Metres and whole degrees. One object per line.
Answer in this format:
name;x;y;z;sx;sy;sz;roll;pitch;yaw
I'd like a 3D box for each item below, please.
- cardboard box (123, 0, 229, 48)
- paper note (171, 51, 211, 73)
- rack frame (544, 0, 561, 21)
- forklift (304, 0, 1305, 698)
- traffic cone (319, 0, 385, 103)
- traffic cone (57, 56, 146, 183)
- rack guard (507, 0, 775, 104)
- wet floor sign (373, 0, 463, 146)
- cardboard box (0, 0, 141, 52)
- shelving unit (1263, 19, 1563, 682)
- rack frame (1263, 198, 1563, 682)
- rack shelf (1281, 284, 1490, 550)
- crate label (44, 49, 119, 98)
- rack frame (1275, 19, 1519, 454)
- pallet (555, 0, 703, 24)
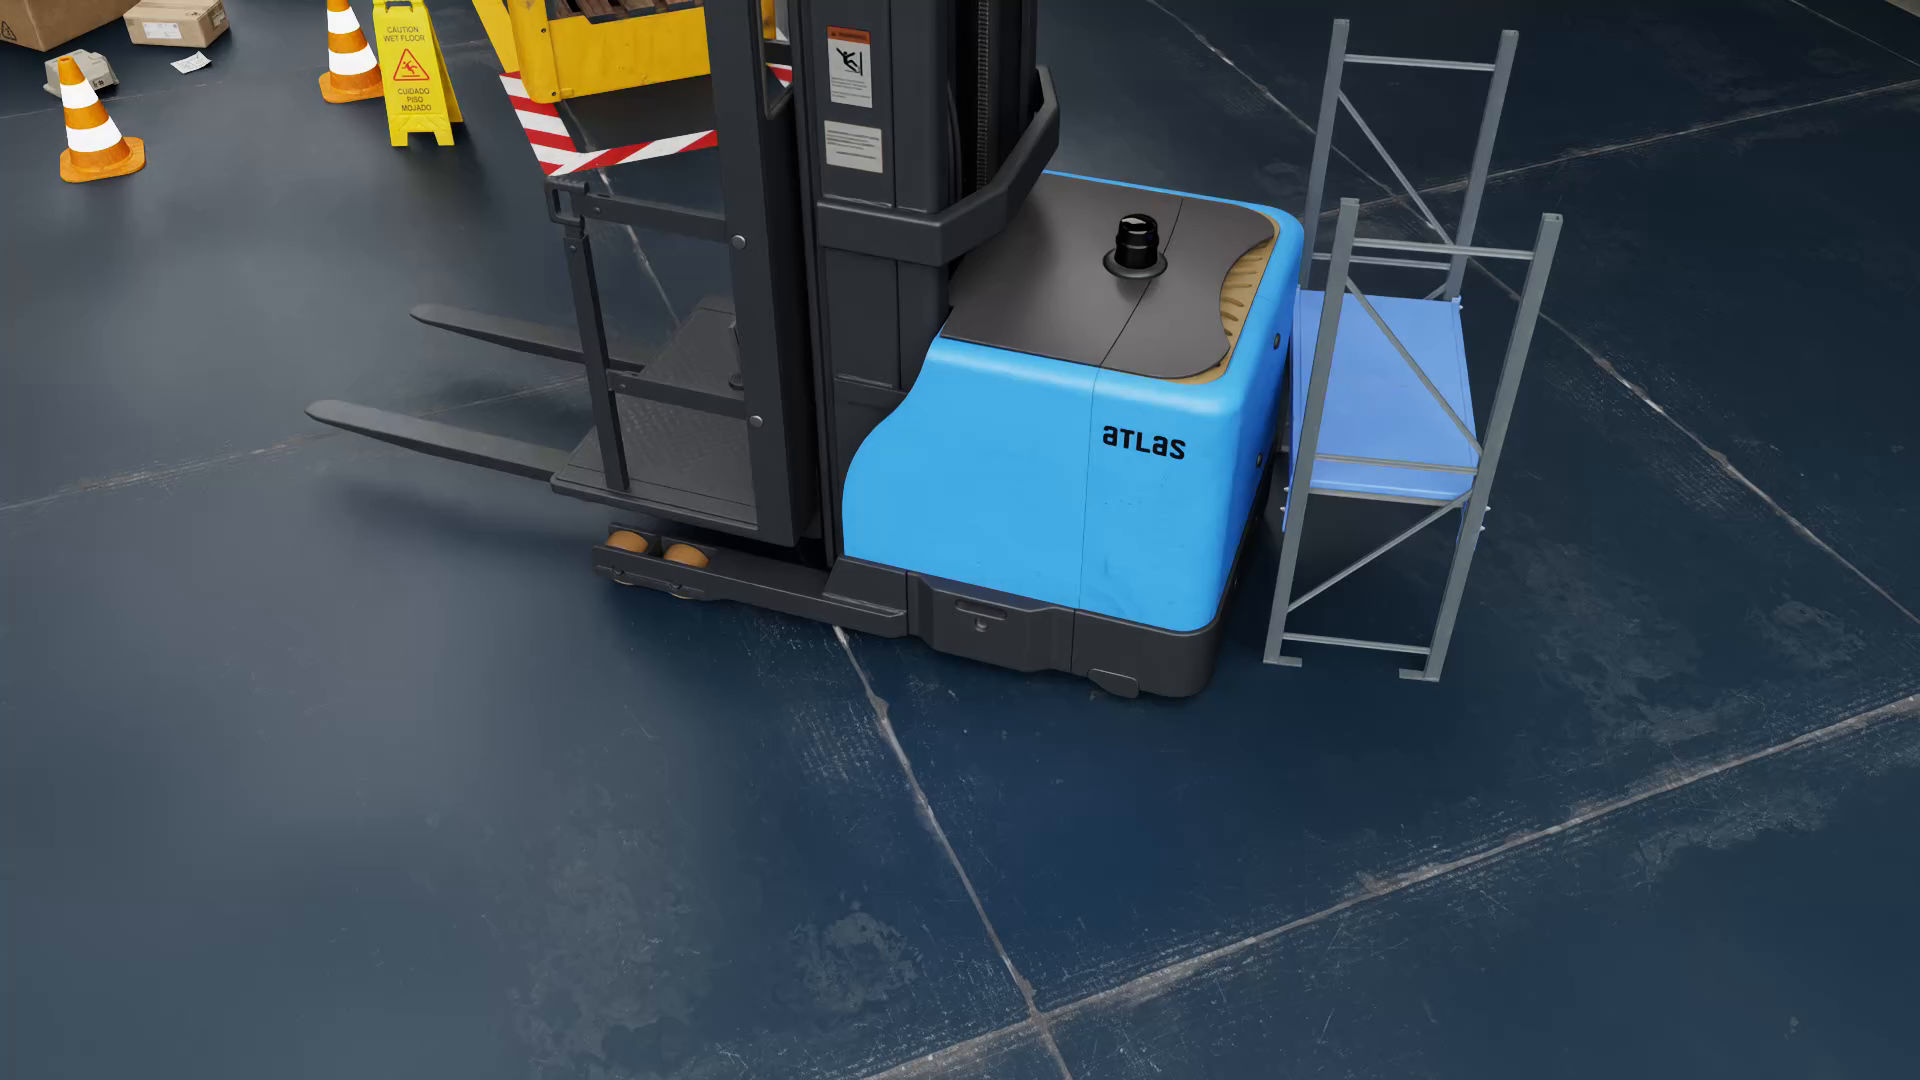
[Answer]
cardboard box;-3.796;-2.515;8.061;0.380;0.149;0.250;5;41;6
paper note;-3.630;-2.258;7.852;0.148;0.019;0.142;-31;49;-31
rack frame;-1.429;-3.311;6.799;1.000;3.000;0.127;-15;43;-17
forklift;-0.590;-1.244;4.449;3.031;2.935;1.130;13;42;14
traffic cone;-2.785;-2.286;7.553;0.336;0.463;0.334;-15;43;-17
traffic cone;-3.681;-1.804;6.993;0.336;0.463;0.334;-15;43;-17
rack guard;-1.458;-2.409;7.668;1.175;0.500;0.348;-15;43;-17
wet floor sign;-2.345;-2.037;7.123;0.267;0.644;0.232;-2;41;-2
cardboard box;-4.440;-2.791;8.109;0.637;0.503;0.797;19;44;20
shelving unit;1.209;-0.523;4.707;0.538;1.500;1.048;6;41;7
rack frame;1.131;-0.195;4.326;0.500;1.500;0.032;6;41;7
rack shelf;1.208;-0.386;4.824;0.538;0.185;1.000;6;41;7
crate label;-4.039;-2.139;7.632;0.298;0.136;0.250;27;47;27
rack frame;1.286;-0.850;5.087;0.500;1.500;0.032;6;41;7
pallet;-1.736;-2.797;8.341;1.003;0.211;1.213;-15;43;-17
